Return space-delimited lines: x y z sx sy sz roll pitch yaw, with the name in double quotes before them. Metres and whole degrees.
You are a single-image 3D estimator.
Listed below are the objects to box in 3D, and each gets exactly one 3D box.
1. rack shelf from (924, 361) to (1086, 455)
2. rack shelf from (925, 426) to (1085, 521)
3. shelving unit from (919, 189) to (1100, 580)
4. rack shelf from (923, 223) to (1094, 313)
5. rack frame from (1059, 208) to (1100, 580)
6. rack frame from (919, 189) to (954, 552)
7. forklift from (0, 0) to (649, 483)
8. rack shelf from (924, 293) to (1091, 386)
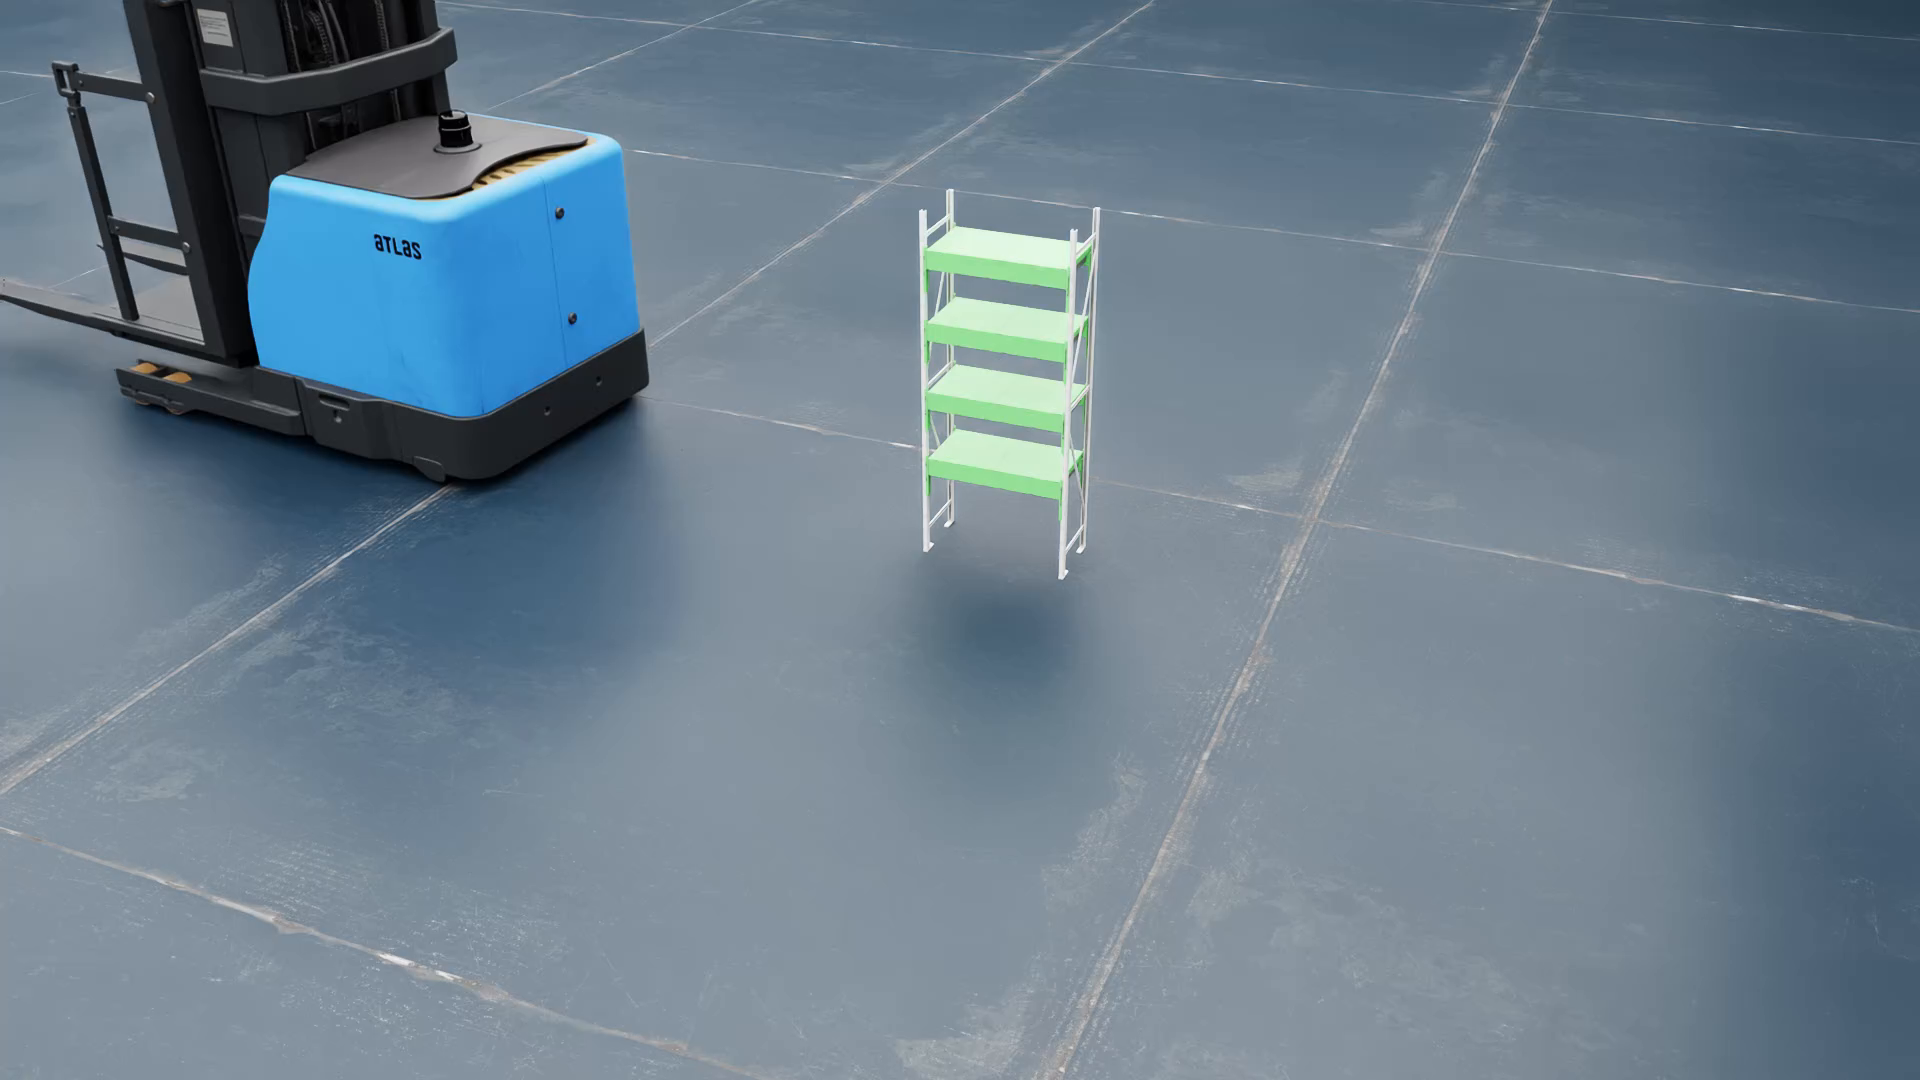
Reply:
"rack shelf" 0.153 -0.436 5.432 0.480 0.148 0.258 11 31 19
"rack shelf" 0.153 -0.227 5.550 0.480 0.148 0.258 11 31 19
"shelving unit" 0.153 -0.492 5.401 0.503 1.200 0.258 11 31 19
"rack shelf" 0.153 -0.854 5.196 0.480 0.148 0.258 11 31 19
"rack frame" 0.379 -0.447 5.321 0.015 1.200 0.240 11 31 19
"rack frame" -0.073 -0.537 5.480 0.015 1.200 0.240 11 31 19
"forklift" -2.804 -1.988 6.289 3.031 2.935 1.130 15 33 24
"rack shelf" 0.153 -0.645 5.314 0.480 0.148 0.258 11 31 19
